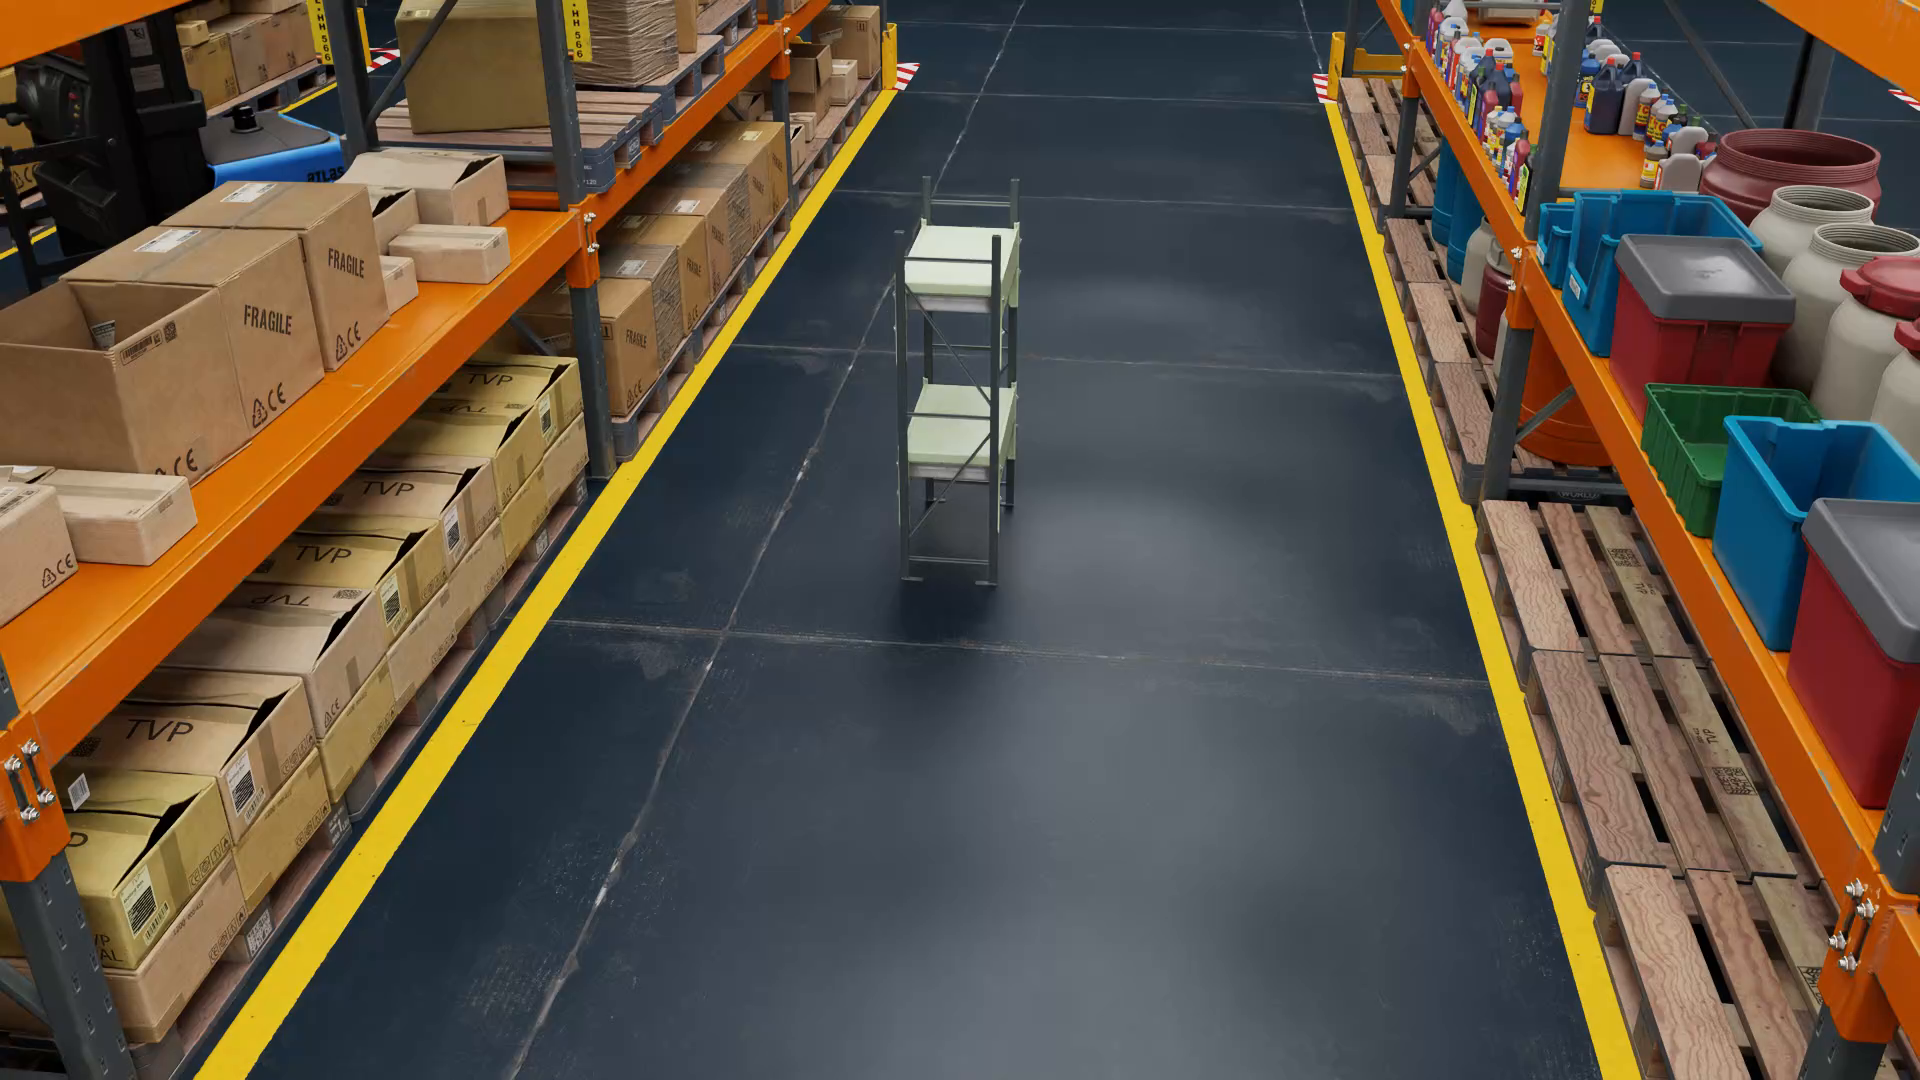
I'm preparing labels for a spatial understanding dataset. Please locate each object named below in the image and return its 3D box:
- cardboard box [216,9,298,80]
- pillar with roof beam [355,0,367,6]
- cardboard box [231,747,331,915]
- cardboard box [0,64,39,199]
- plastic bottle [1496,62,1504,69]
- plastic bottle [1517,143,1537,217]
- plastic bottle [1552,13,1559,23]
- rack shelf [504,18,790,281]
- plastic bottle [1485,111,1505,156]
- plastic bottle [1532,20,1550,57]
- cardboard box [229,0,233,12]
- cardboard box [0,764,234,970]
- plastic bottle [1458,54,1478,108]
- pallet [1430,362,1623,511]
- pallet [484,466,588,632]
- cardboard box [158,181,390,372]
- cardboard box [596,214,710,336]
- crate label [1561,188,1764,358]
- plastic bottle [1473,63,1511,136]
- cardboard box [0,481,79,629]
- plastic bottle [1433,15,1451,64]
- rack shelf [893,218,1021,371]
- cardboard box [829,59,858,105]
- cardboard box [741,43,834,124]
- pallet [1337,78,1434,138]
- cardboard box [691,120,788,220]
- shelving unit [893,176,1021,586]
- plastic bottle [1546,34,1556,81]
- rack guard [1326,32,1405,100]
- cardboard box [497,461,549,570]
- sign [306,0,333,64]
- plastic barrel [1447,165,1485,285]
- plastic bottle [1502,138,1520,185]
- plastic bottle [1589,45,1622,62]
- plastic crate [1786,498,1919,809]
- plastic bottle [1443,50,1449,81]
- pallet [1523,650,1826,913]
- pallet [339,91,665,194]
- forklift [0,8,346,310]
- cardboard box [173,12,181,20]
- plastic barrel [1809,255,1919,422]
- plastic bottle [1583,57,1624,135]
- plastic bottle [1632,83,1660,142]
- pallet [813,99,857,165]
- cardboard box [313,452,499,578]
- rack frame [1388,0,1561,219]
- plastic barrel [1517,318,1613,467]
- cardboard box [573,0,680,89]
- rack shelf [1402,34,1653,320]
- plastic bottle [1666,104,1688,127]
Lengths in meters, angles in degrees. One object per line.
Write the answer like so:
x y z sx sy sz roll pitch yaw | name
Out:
-6.108 -4.216 14.106 0.700 0.500 0.500 3 28 6 | cardboard box
-2.316 -9.415 15.237 9.100 9.000 0.400 3 28 6 | pillar with roof beam
-2.255 0.842 4.981 0.500 0.250 0.500 4 29 7 | cardboard box
-6.501 -2.745 11.005 0.750 0.750 0.750 4 29 7 | cardboard box
2.831 -2.417 8.783 0.097 0.201 0.097 0 28 0 | plastic bottle
2.418 -1.525 7.041 0.061 0.283 0.133 3 28 6 | plastic bottle
3.554 -2.985 9.759 0.152 0.276 0.135 3 28 6 | plastic bottle
-1.879 -2.275 9.069 1.077 0.370 4.000 3 28 6 | rack shelf
2.550 -1.926 7.871 0.097 0.201 0.097 0 28 0 | plastic bottle
3.428 -2.951 9.774 0.097 0.201 0.097 0 28 0 | plastic bottle
-6.291 -4.569 14.077 0.380 0.149 0.250 3 29 6 | cardboard box
-2.316 0.831 4.410 0.500 0.311 0.500 3 29 6 | cardboard box
2.664 -2.393 8.666 0.097 0.271 0.097 0 28 0 | plastic bottle
2.847 -0.507 7.968 1.003 0.211 1.213 3 28 6 | pallet
-2.264 -0.038 7.097 1.003 0.211 1.213 3 28 6 | pallet
-2.313 -0.904 5.660 0.500 0.500 0.500 2 28 3 | cardboard box
-1.660 -1.424 8.902 0.500 0.500 0.500 3 28 6 | cardboard box
2.401 -0.925 5.766 0.502 0.435 0.616 3 28 6 | crate label
2.619 -2.165 8.158 0.144 0.351 0.185 3 28 6 | plastic bottle
-2.597 0.064 4.127 0.500 0.250 0.500 5 29 9 | cardboard box
2.789 -2.875 9.560 0.097 0.271 0.097 0 28 0 | plastic bottle
-0.001 -1.001 6.703 0.431 0.370 0.720 3 28 6 | rack shelf
-1.112 -3.684 13.360 0.500 0.250 0.500 3 28 6 | cardboard box
-1.409 -3.513 12.776 0.797 0.503 0.637 3 28 6 | cardboard box
3.632 -3.513 13.548 1.003 0.211 1.213 3 28 6 | pallet
-1.410 -2.378 10.673 0.500 0.500 0.500 3 28 6 | cardboard box
-0.001 -0.657 6.888 0.431 1.500 0.755 3 28 6 | shelving unit
3.328 -2.692 9.136 0.144 0.351 0.185 3 28 6 | plastic bottle
3.762 -4.038 14.219 1.175 0.500 0.348 3 28 6 | rack guard
-2.006 -0.120 6.767 0.500 0.250 0.500 3 28 6 | cardboard box
-2.664 -2.153 6.946 0.100 0.325 0.005 3 28 6 | sign
3.111 -1.917 9.414 0.600 0.901 0.708 3 28 6 | plastic barrel
2.490 -1.696 7.446 0.097 0.201 0.097 0 28 0 | plastic bottle
3.431 -2.512 8.881 0.152 0.276 0.135 3 28 6 | plastic bottle
2.057 0.248 3.560 0.402 0.464 0.583 3 28 6 | plastic crate
2.737 -2.644 9.204 0.097 0.201 0.097 0 28 0 | plastic bottle
2.506 0.802 5.539 1.003 0.211 1.213 3 28 6 | pallet
-2.111 -1.889 7.796 1.213 0.211 1.003 3 28 6 | pallet
-4.677 -2.180 8.205 1.130 2.935 3.031 25 37 38 | forklift
-6.415 -4.092 13.191 0.380 0.149 0.250 3 28 5 | cardboard box
2.779 -0.525 4.918 0.433 0.535 0.433 0 28 0 | plastic barrel
3.191 -2.197 8.218 0.144 0.351 0.185 3 28 6 | plastic bottle
3.348 -2.086 8.095 0.097 0.271 0.097 0 28 0 | plastic bottle
-1.402 -3.205 12.976 1.003 0.211 1.213 3 28 6 | pallet
-2.066 -0.129 6.191 0.500 0.311 0.500 3 28 6 | cardboard box
3.282 -3.244 10.109 1.000 3.000 0.127 3 28 6 | rack frame
2.835 -0.822 7.458 0.600 0.830 0.708 3 28 6 | plastic barrel
-1.857 -2.602 8.369 0.700 0.500 0.500 9 30 16 | cardboard box
3.037 -1.986 8.532 1.077 0.370 4.000 3 28 6 | rack shelf
3.312 -1.881 7.702 0.061 0.283 0.133 3 28 6 | plastic bottle
